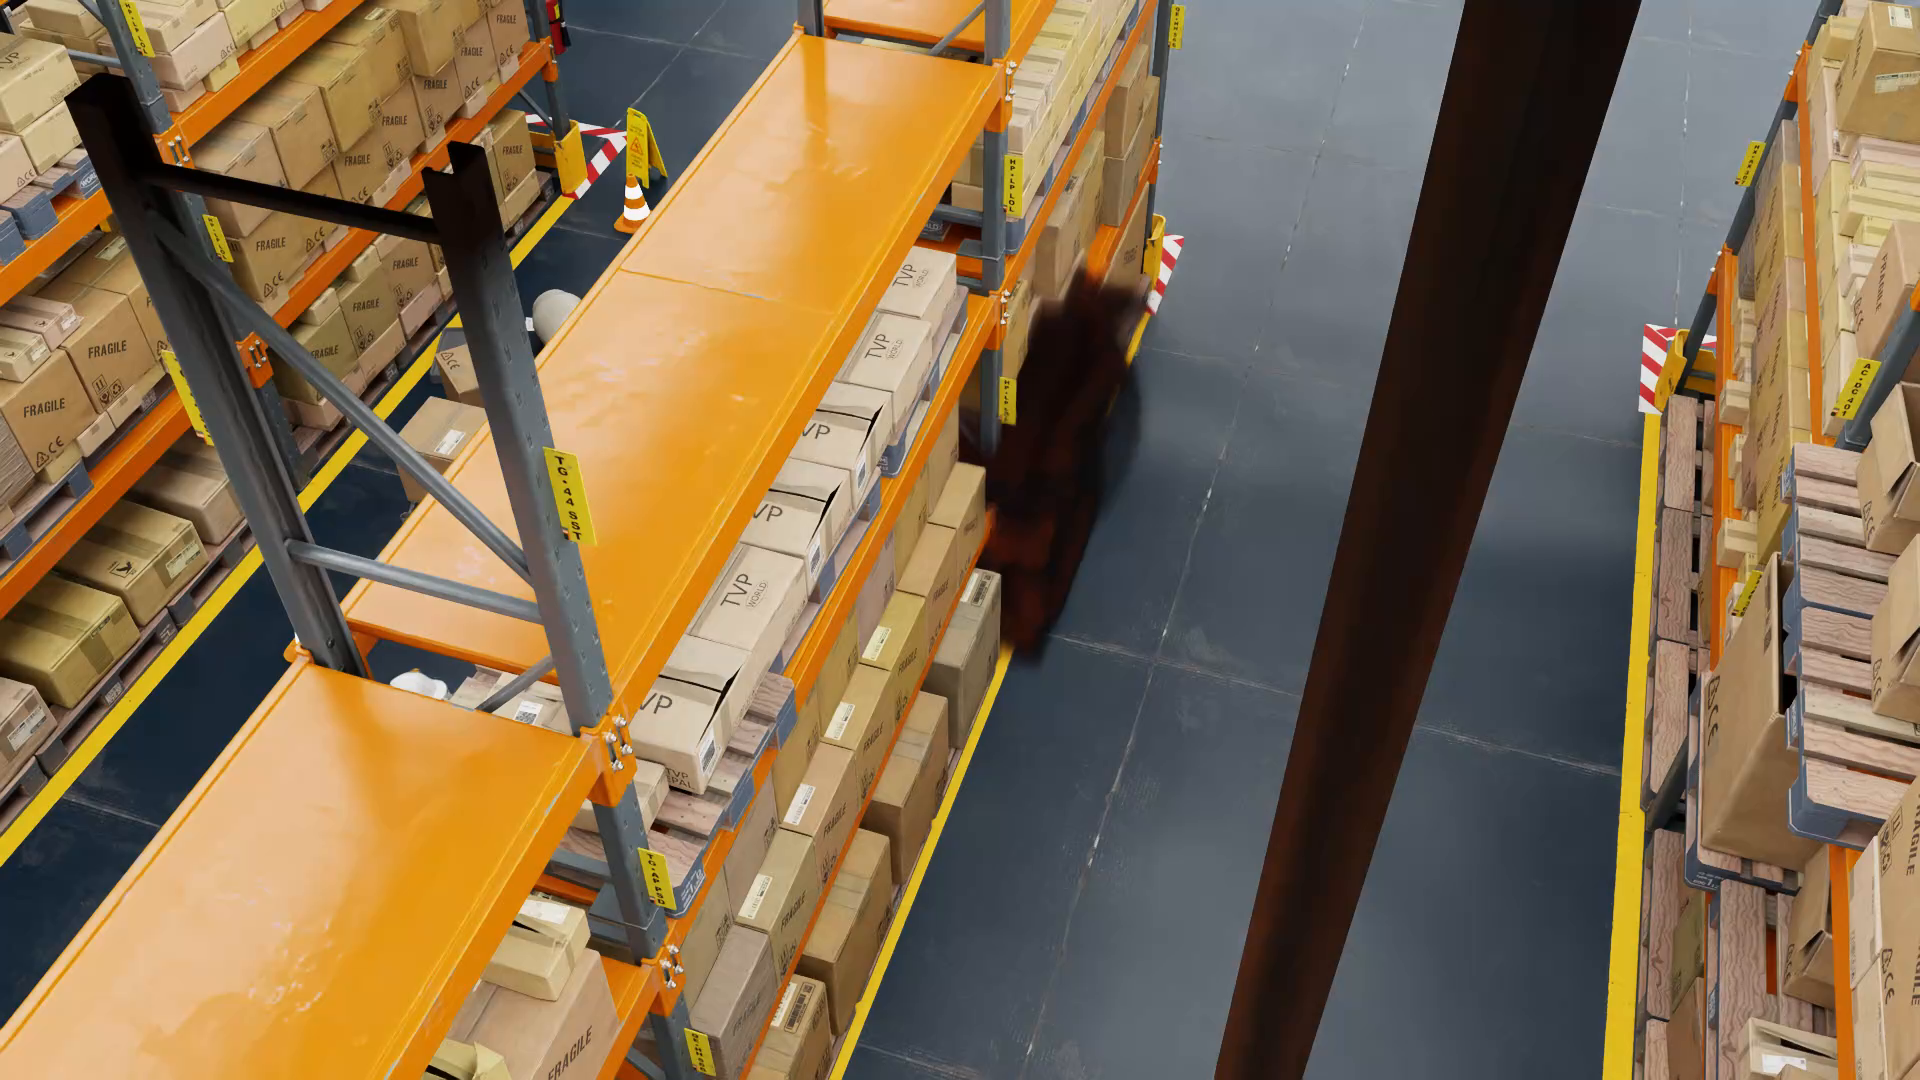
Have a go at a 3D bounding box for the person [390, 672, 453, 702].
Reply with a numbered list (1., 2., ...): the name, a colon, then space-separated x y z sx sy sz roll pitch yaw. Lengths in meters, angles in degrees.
1. person: -2.638 1.281 8.618 0.419 1.792 0.567 16 48 15
